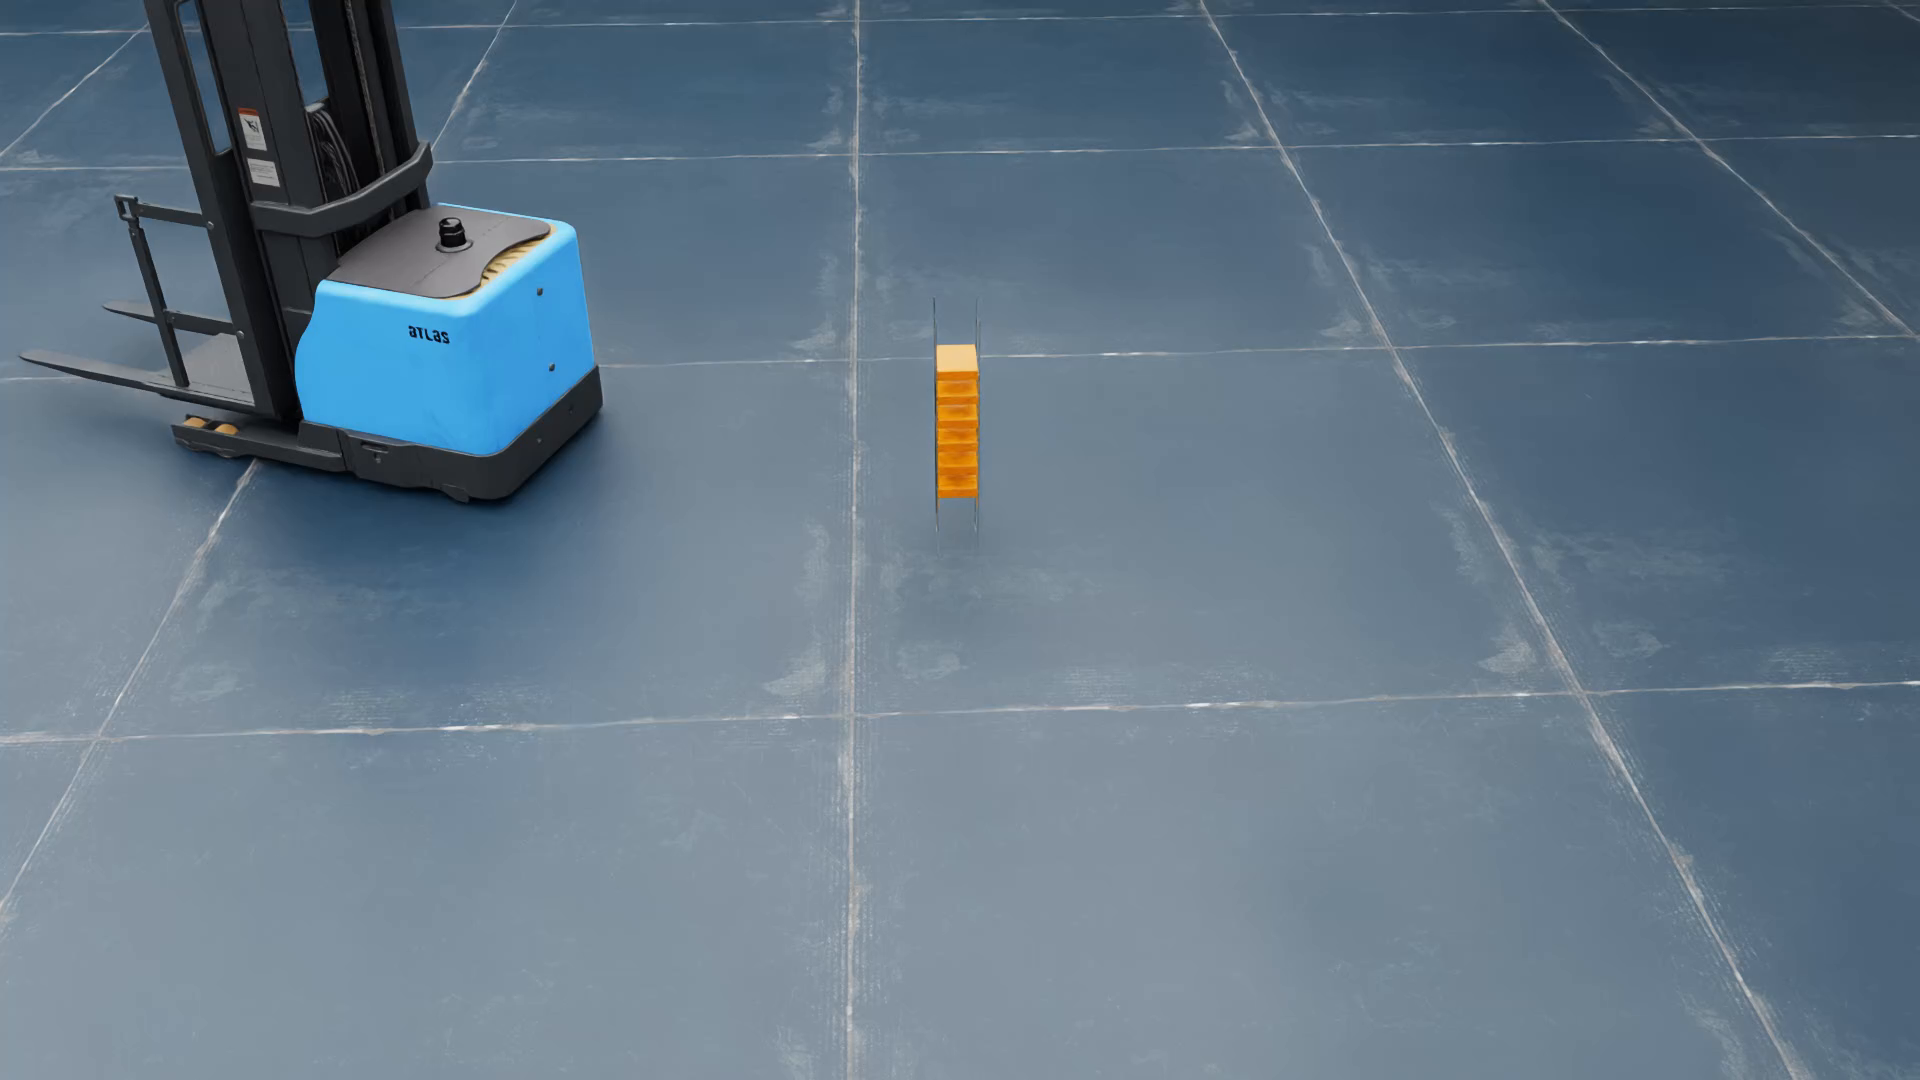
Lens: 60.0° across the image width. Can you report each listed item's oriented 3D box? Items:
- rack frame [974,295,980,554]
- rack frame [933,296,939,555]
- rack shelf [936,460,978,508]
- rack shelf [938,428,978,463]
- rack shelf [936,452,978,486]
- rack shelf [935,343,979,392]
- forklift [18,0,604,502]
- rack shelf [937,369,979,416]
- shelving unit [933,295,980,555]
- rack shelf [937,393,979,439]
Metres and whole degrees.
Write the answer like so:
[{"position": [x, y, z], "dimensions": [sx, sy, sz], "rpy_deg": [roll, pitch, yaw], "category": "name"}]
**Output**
[{"position": [0.077, -0.495, 7.412], "dimensions": [0.006, 1.200, 0.240], "rpy_deg": [-2, 35, -2], "category": "rack frame"}, {"position": [-0.106, -0.491, 7.404], "dimensions": [0.006, 1.200, 0.240], "rpy_deg": [-2, 35, -2], "category": "rack frame"}, {"position": [-0.014, -0.259, 7.570], "dimensions": [0.180, 0.103, 0.258], "rpy_deg": [-2, 35, -2], "category": "rack shelf"}, {"position": [-0.014, -0.456, 7.433], "dimensions": [0.180, 0.103, 0.258], "rpy_deg": [-2, 35, -2], "category": "rack shelf"}, {"position": [-0.014, -0.358, 7.502], "dimensions": [0.180, 0.103, 0.258], "rpy_deg": [-2, 35, -2], "category": "rack shelf"}, {"position": [-0.014, -0.752, 7.228], "dimensions": [0.180, 0.103, 0.258], "rpy_deg": [-2, 35, -2], "category": "rack shelf"}, {"position": [-3.426, -1.888, 7.903], "dimensions": [3.031, 2.935, 1.130], "rpy_deg": [11, 36, 16], "category": "forklift"}, {"position": [-0.014, -0.654, 7.297], "dimensions": [0.180, 0.103, 0.258], "rpy_deg": [-2, 35, -2], "category": "rack shelf"}, {"position": [-0.014, -0.493, 7.408], "dimensions": [0.189, 1.200, 0.258], "rpy_deg": [-2, 35, -2], "category": "shelving unit"}, {"position": [-0.014, -0.555, 7.365], "dimensions": [0.180, 0.103, 0.258], "rpy_deg": [-2, 35, -2], "category": "rack shelf"}]
